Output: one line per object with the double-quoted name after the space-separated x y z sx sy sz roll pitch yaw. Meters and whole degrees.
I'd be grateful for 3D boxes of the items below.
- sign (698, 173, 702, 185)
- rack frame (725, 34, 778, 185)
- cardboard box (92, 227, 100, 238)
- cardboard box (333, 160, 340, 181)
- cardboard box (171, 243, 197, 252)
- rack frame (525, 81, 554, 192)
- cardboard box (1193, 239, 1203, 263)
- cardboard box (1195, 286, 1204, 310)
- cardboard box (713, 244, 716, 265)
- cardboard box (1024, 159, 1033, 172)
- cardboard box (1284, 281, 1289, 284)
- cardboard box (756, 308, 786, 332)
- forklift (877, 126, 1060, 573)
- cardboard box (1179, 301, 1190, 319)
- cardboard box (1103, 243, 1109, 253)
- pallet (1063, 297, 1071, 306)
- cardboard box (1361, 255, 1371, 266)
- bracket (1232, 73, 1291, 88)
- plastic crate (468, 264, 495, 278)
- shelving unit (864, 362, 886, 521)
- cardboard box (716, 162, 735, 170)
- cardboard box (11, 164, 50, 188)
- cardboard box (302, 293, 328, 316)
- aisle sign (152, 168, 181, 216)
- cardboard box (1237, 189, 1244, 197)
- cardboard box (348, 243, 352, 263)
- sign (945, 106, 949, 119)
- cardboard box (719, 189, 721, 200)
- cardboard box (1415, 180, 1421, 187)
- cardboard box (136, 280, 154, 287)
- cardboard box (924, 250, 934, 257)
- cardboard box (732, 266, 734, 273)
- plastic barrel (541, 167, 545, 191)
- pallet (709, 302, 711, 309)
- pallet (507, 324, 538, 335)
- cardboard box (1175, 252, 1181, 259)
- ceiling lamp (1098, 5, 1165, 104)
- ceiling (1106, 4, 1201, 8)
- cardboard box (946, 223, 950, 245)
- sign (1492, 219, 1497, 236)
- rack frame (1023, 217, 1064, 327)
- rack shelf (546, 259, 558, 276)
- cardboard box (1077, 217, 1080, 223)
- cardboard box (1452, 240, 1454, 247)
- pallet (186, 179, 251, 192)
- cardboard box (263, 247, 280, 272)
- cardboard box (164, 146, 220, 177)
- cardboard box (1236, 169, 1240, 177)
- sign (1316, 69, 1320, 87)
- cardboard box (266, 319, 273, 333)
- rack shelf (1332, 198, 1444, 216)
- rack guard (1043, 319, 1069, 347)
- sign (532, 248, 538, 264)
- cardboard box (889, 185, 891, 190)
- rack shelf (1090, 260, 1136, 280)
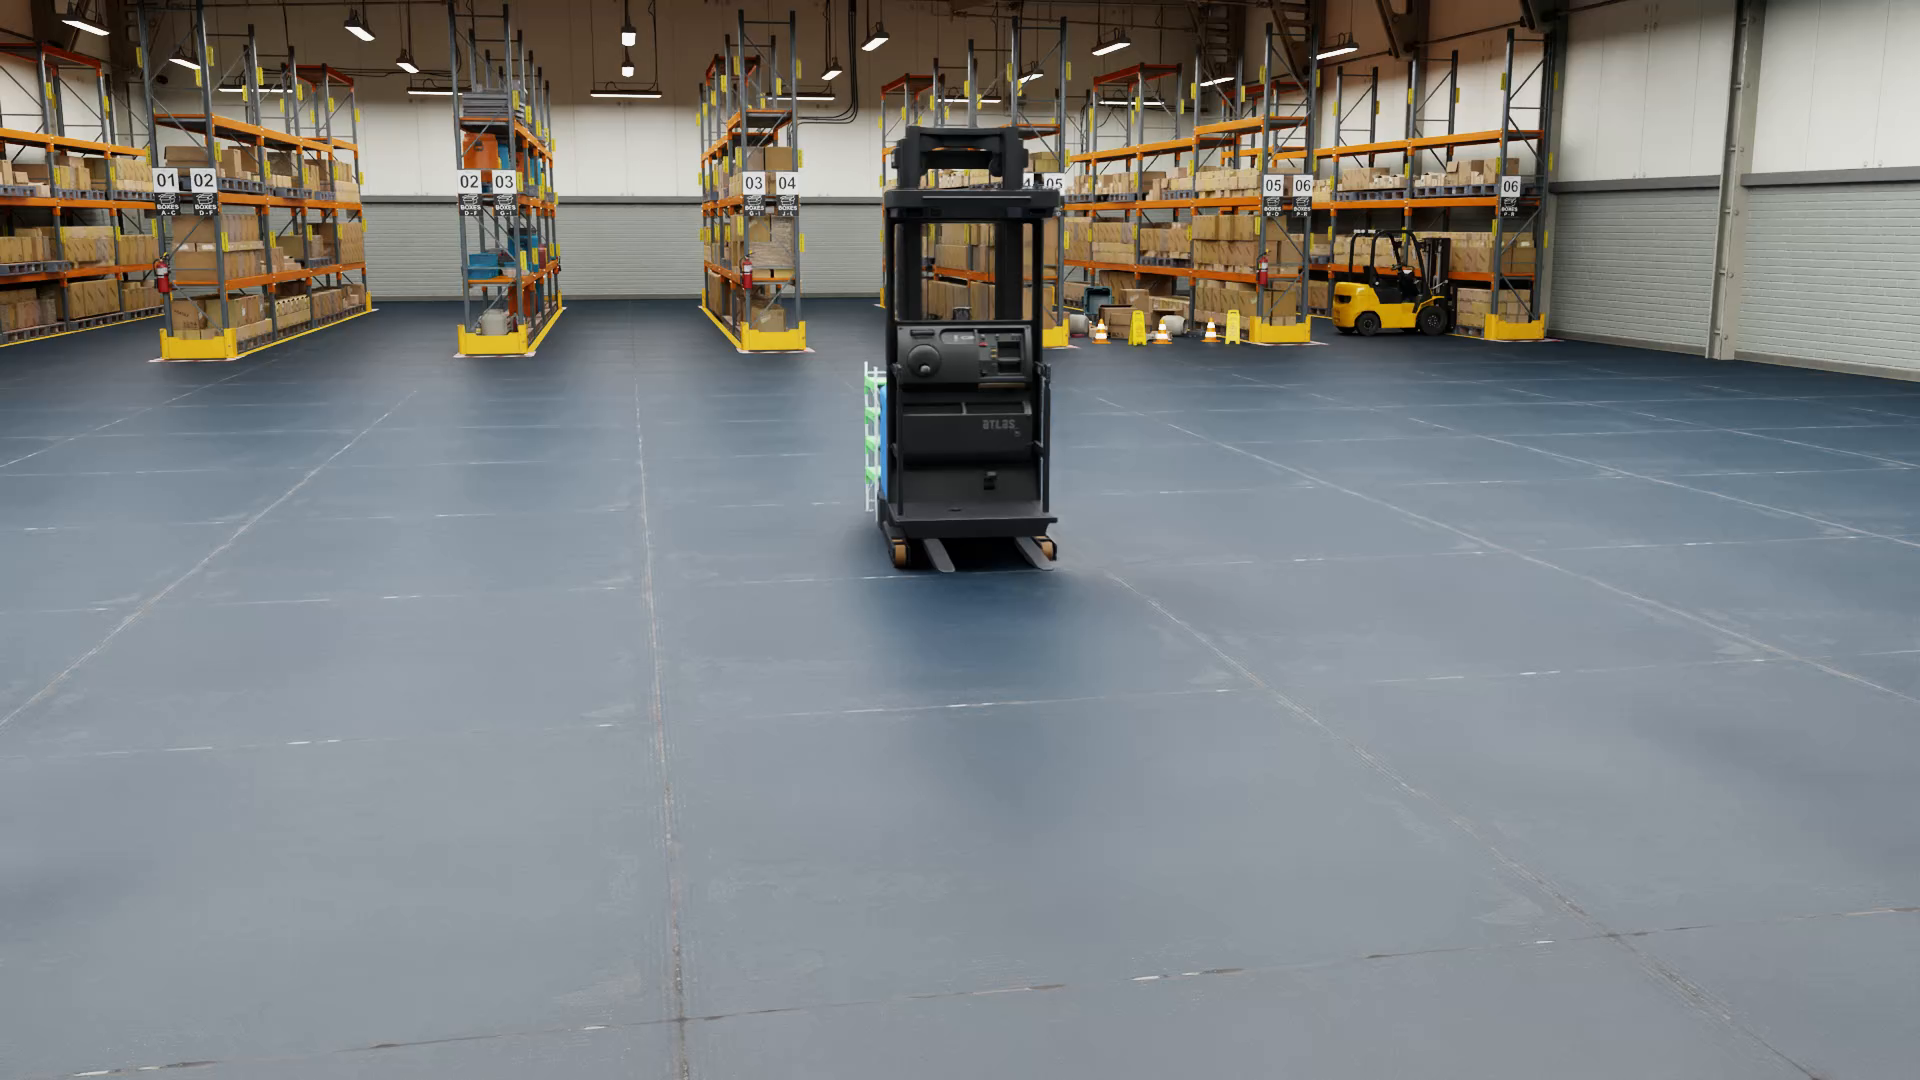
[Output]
-7.091 -9.848 45.344 0.100 0.325 0.005 -2 11 -11 "sign"
-4.212 -8.672 33.690 1.000 3.000 0.127 -2 11 -11 "rack frame"
-19.813 -6.961 37.624 0.500 0.250 0.500 -2 11 -10 "cardboard box"
-15.576 -9.031 40.657 0.700 0.500 0.500 -2 11 -11 "cardboard box"
-13.413 -5.062 28.769 0.380 0.149 0.250 -2 11 -12 "cardboard box"
-11.404 -10.692 44.307 1.000 3.000 0.127 -2 11 -11 "rack frame"
5.321 -6.189 35.630 0.500 0.500 0.500 -2 11 -11 "cardboard box"
5.359 -5.191 35.672 0.500 0.500 0.500 -2 11 -8 "cardboard box"
-5.728 -6.963 40.492 0.500 0.500 0.500 -2 11 -12 "cardboard box"
1.082 -7.034 31.322 0.500 0.250 0.500 -2 11 -10 "cardboard box"
8.821 -6.860 44.045 0.380 0.149 0.250 -3 11 -14 "cardboard box"
-3.539 -4.084 31.195 0.500 0.500 0.500 0 11 0 "cardboard box"
0.060 -1.315 11.267 1.130 2.935 3.031 -1 11 -6 "forklift"
5.404 -5.096 36.855 0.950 0.372 0.625 -2 11 -10 "cardboard box"
3.963 -7.445 42.354 0.500 0.250 0.500 -2 11 -10 "cardboard box"
3.407 -6.772 47.212 1.003 0.211 1.213 -2 11 -11 "pallet"
9.745 -6.554 39.009 0.500 0.250 0.500 -2 11 -9 "cardboard box"
8.640 -13.145 47.565 0.076 0.066 4.783 -2 11 -11 "bracket"
-8.804 -4.938 30.516 0.499 0.251 0.408 -2 11 -11 "plastic crate"
-0.589 -0.784 13.107 0.258 1.200 0.503 -2 11 -12 "shelving unit"
-5.945 -9.511 42.458 0.500 0.250 0.500 -3 11 -15 "cardboard box"
-19.715 -7.742 35.382 0.700 0.500 0.500 -3 11 -15 "cardboard box"
-14.716 -5.369 37.889 0.500 0.500 0.500 -2 11 -12 "cardboard box"
-13.427 -5.886 28.144 0.394 0.787 0.004 -2 11 -11 "aisle sign"
5.765 -6.944 33.307 0.380 0.149 0.250 -2 11 -11 "cardboard box"
-15.515 -7.170 41.579 0.500 0.500 0.500 -2 11 -11 "cardboard box"
-0.340 -10.859 42.258 0.100 0.325 0.005 -2 11 -11 "sign"
-5.148 -7.763 37.337 0.500 0.250 0.500 -2 11 -10 "cardboard box"
10.166 -7.778 36.300 0.380 0.149 0.250 -2 11 -10 "cardboard box"
-20.634 -6.494 42.118 0.380 0.149 0.250 -2 11 -9 "cardboard box"
-0.652 -6.777 39.327 0.380 0.149 0.250 -2 11 -10 "cardboard box"
-4.429 -5.504 33.766 0.380 0.149 0.250 -2 11 -11 "cardboard box"
-10.250 -8.624 39.835 0.600 0.588 0.600 0 11 0 "plastic barrel"
-6.314 -6.412 45.319 1.003 0.211 1.213 -2 11 -11 "pallet"
-9.261 -4.317 34.314 1.003 0.211 1.213 -2 11 -11 "pallet"
5.019 -6.347 37.070 0.380 0.149 0.250 -2 11 -12 "cardboard box"
5.238 -14.689 49.690 2.000 3.185 0.800 -2 11 -11 "ceiling lamp"
8.094 -16.351 49.967 6.000 0.001 6.000 -2 11 -11 "ceiling"
0.072 -6.985 37.931 0.700 0.500 0.500 -2 11 -12 "cardboard box"
10.620 -6.200 33.021 0.100 0.325 0.005 -2 11 -11 "sign"
1.451 -5.153 31.246 1.000 3.000 0.127 -2 11 -11 "rack frame"
-11.015 -7.025 43.008 1.077 0.370 4.000 -2 11 -11 "rack shelf"
3.394 -8.693 45.169 0.380 0.149 0.250 -2 11 -12 "cardboard box"
10.579 -6.237 34.941 0.380 0.149 0.250 -2 11 -11 "cardboard box"
-13.505 -6.416 30.099 1.003 0.211 1.213 -2 11 -11 "pallet"
-14.263 -5.744 34.085 0.500 0.500 0.500 -2 11 -11 "cardboard box"
-13.260 -6.536 28.719 0.797 0.503 0.637 -1 11 -7 "cardboard box"
5.787 -7.382 33.474 0.380 0.149 0.250 -2 11 -13 "cardboard box"
6.819 -8.816 31.737 0.100 0.325 0.005 -2 11 -11 "sign"
-13.625 -4.143 32.174 0.500 0.250 0.500 -2 11 -11 "cardboard box"
9.988 -7.753 38.810 1.077 0.370 4.000 -2 11 -11 "rack shelf"
1.456 -3.920 31.457 1.175 0.500 0.348 -2 11 -11 "rack guard"
-8.529 -5.698 33.373 0.100 0.325 0.005 -2 11 -11 "sign"
-1.641 -9.454 44.886 0.500 0.250 0.500 -2 11 -10 "cardboard box"
4.342 -6.832 41.993 1.077 0.370 4.000 -2 11 -11 "rack shelf"
